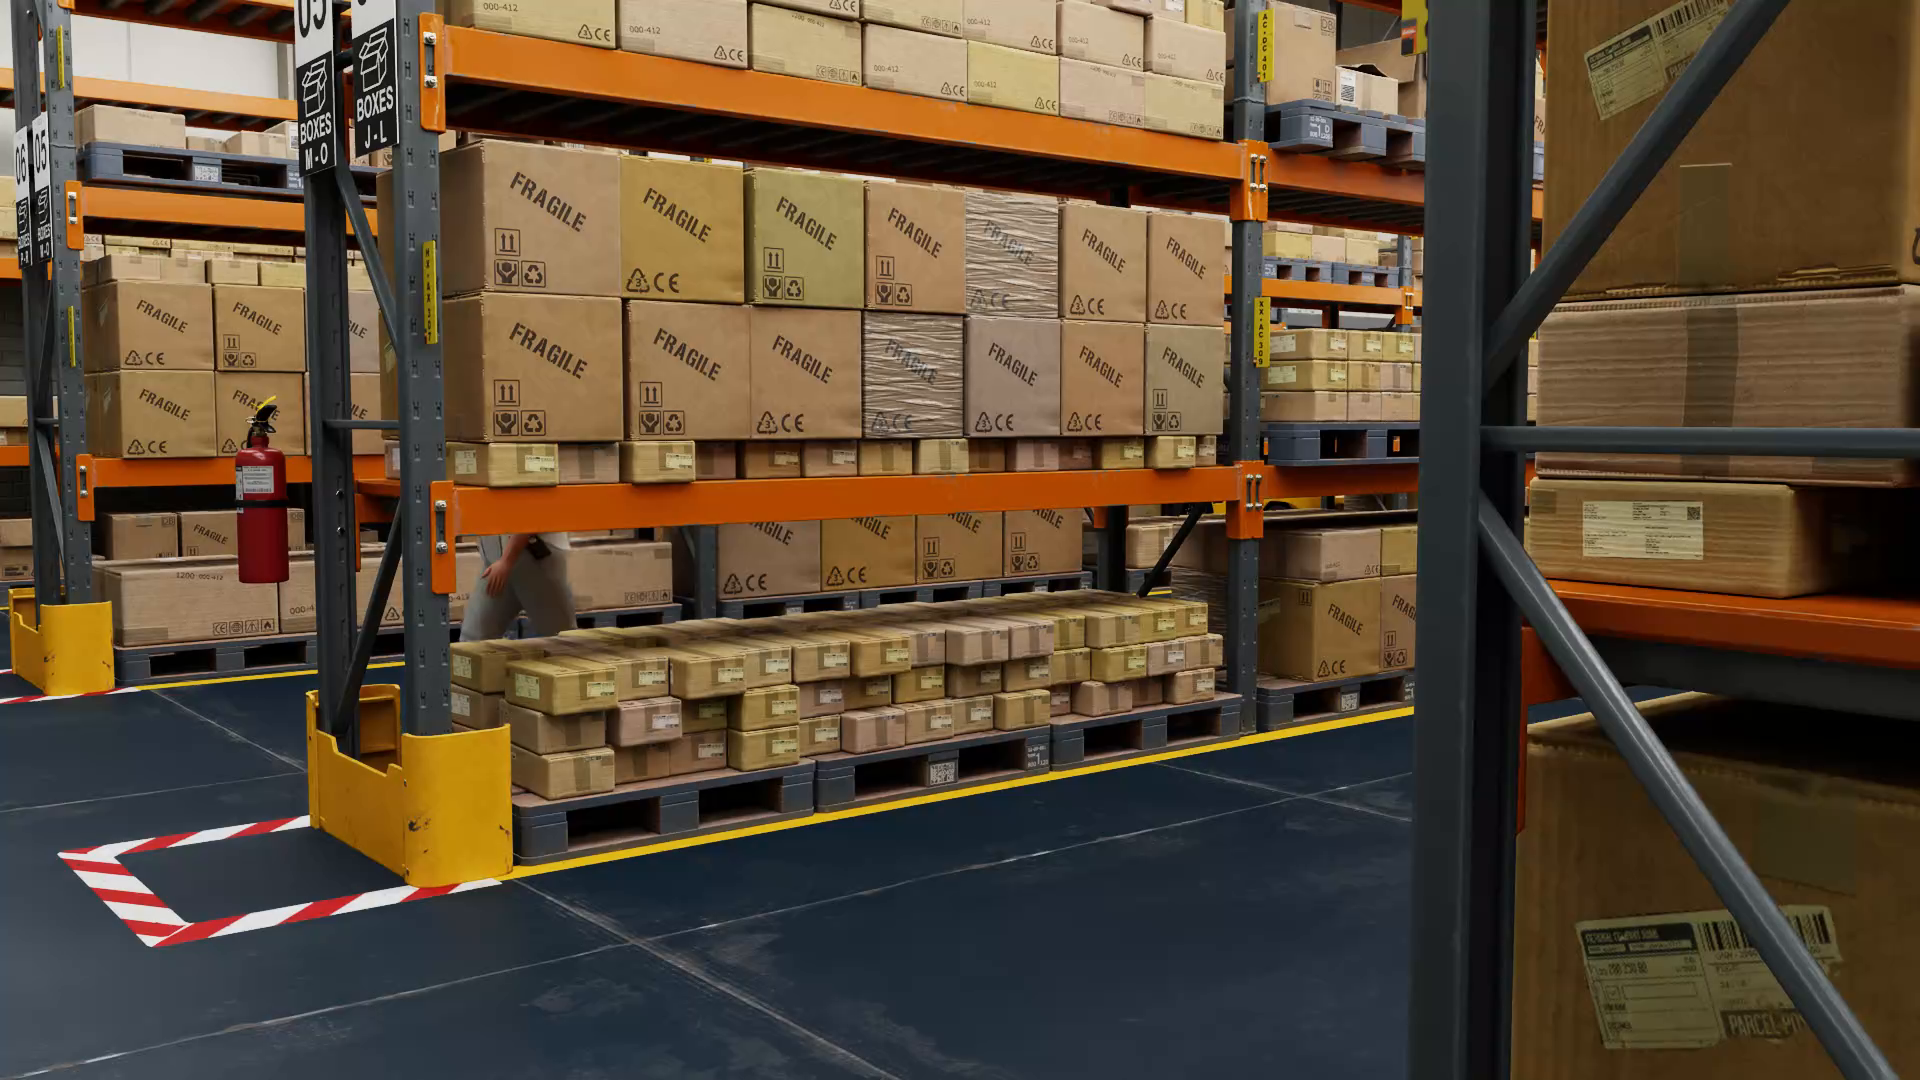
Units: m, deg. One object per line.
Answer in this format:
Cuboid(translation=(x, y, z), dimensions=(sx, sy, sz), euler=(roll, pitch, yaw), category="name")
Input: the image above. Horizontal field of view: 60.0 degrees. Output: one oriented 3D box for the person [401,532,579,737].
Cuboid(translation=(-2.129, 0.074, 7.764), dimensions=(0.984, 1.719, 0.602), euler=(-3, 5, -36), category="person")
